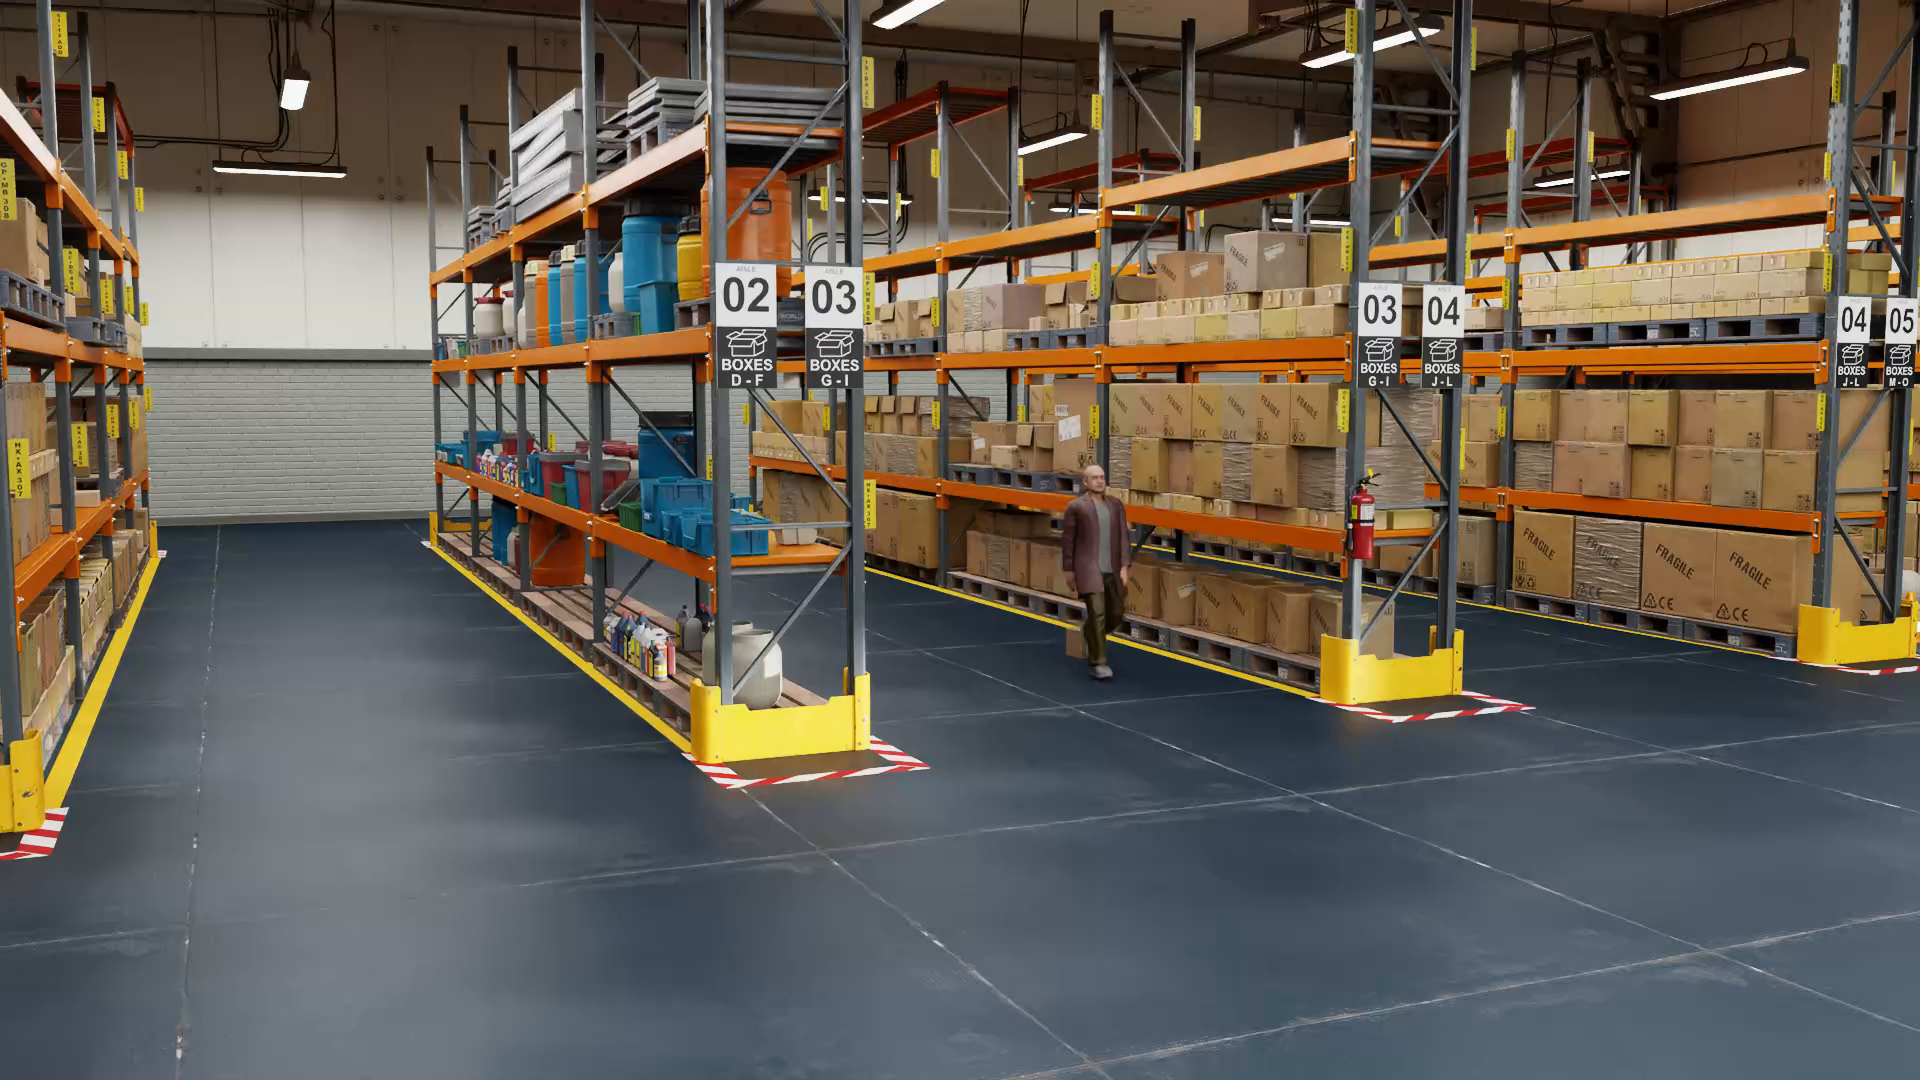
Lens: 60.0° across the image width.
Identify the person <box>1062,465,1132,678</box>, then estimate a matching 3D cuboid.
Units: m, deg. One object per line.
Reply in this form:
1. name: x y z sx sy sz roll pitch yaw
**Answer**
1. person: 1.146 0.241 13.986 0.562 1.748 0.888 -2 6 -22
